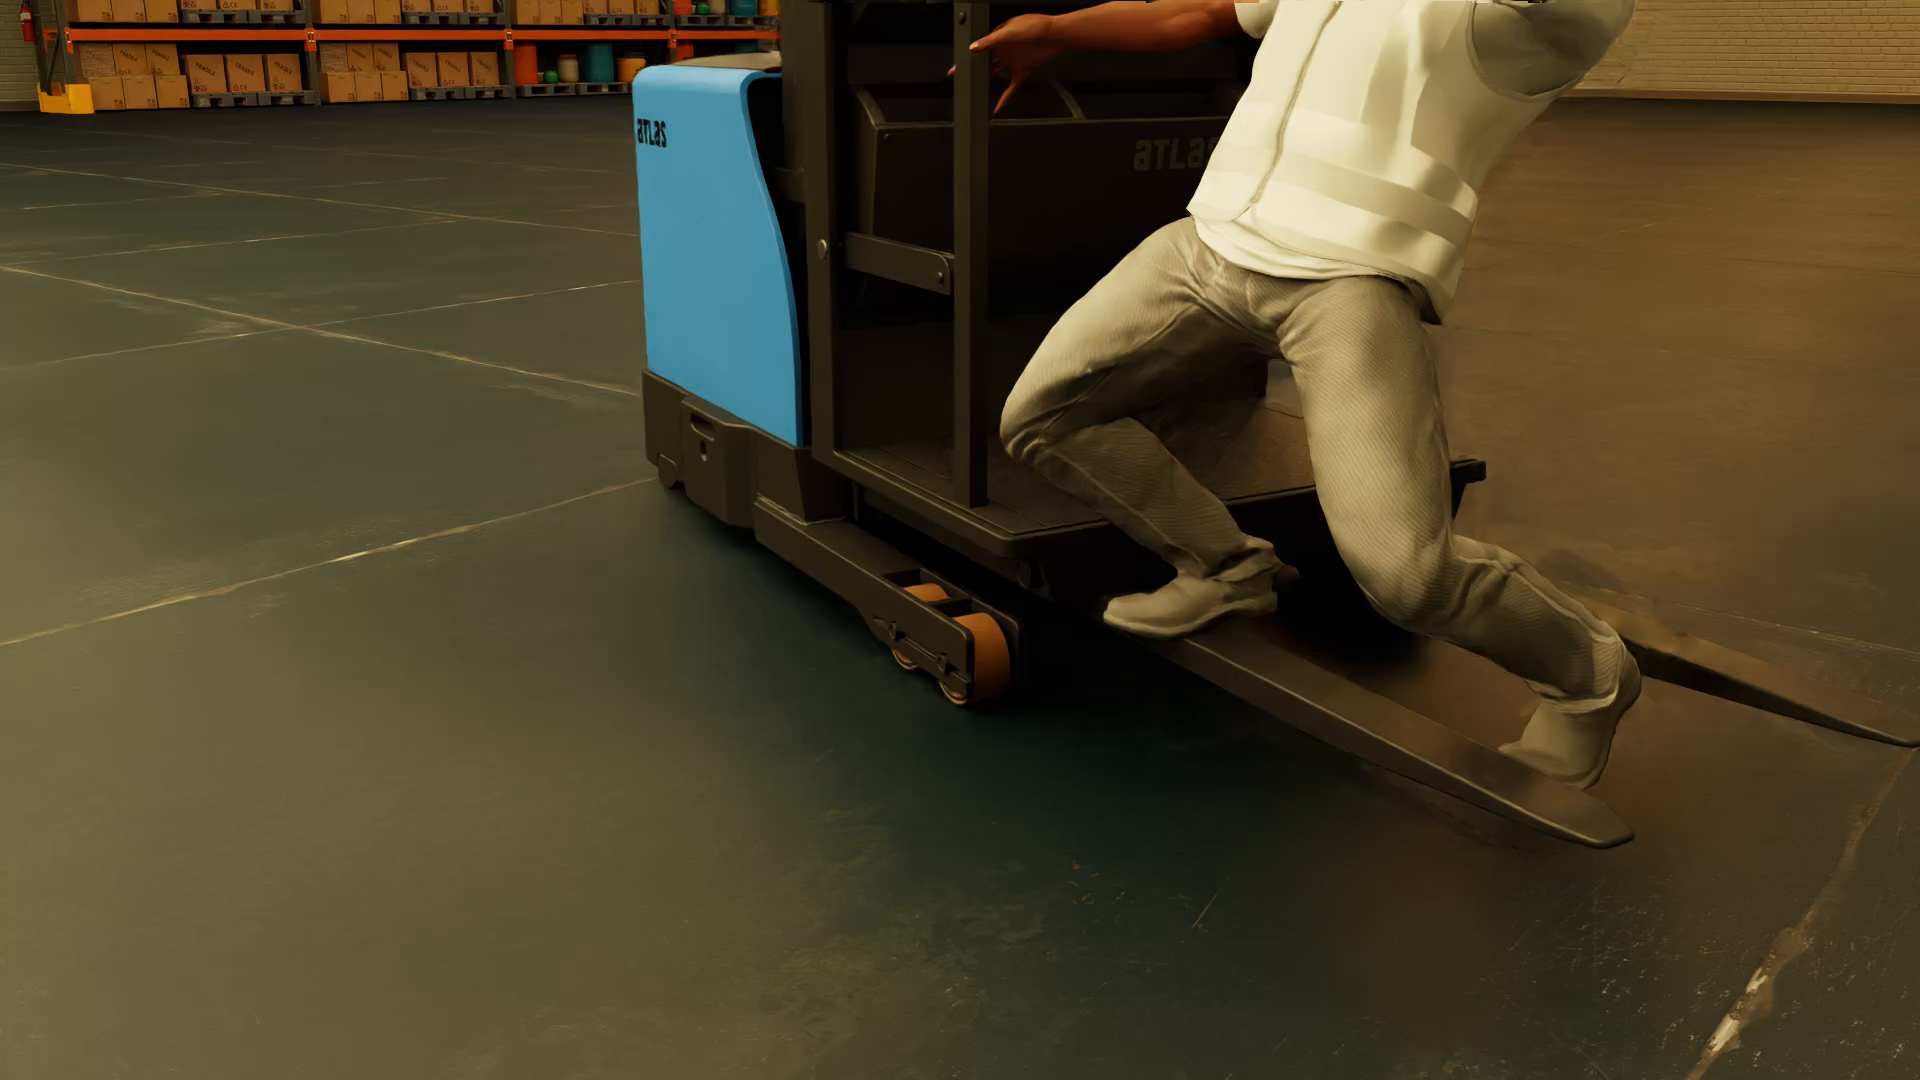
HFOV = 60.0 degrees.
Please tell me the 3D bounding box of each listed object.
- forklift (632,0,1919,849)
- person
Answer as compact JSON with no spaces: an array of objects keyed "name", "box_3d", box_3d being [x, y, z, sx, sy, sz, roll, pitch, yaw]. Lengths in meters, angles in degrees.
[{"name":"forklift","box_3d":[0.321,-1.257,3.037,1.130,2.935,3.031,-9,19,-28]},{"name":"person","box_3d":[0.422,-0.427,2.476,0.834,1.502,1.057,-13,21,-35]}]
